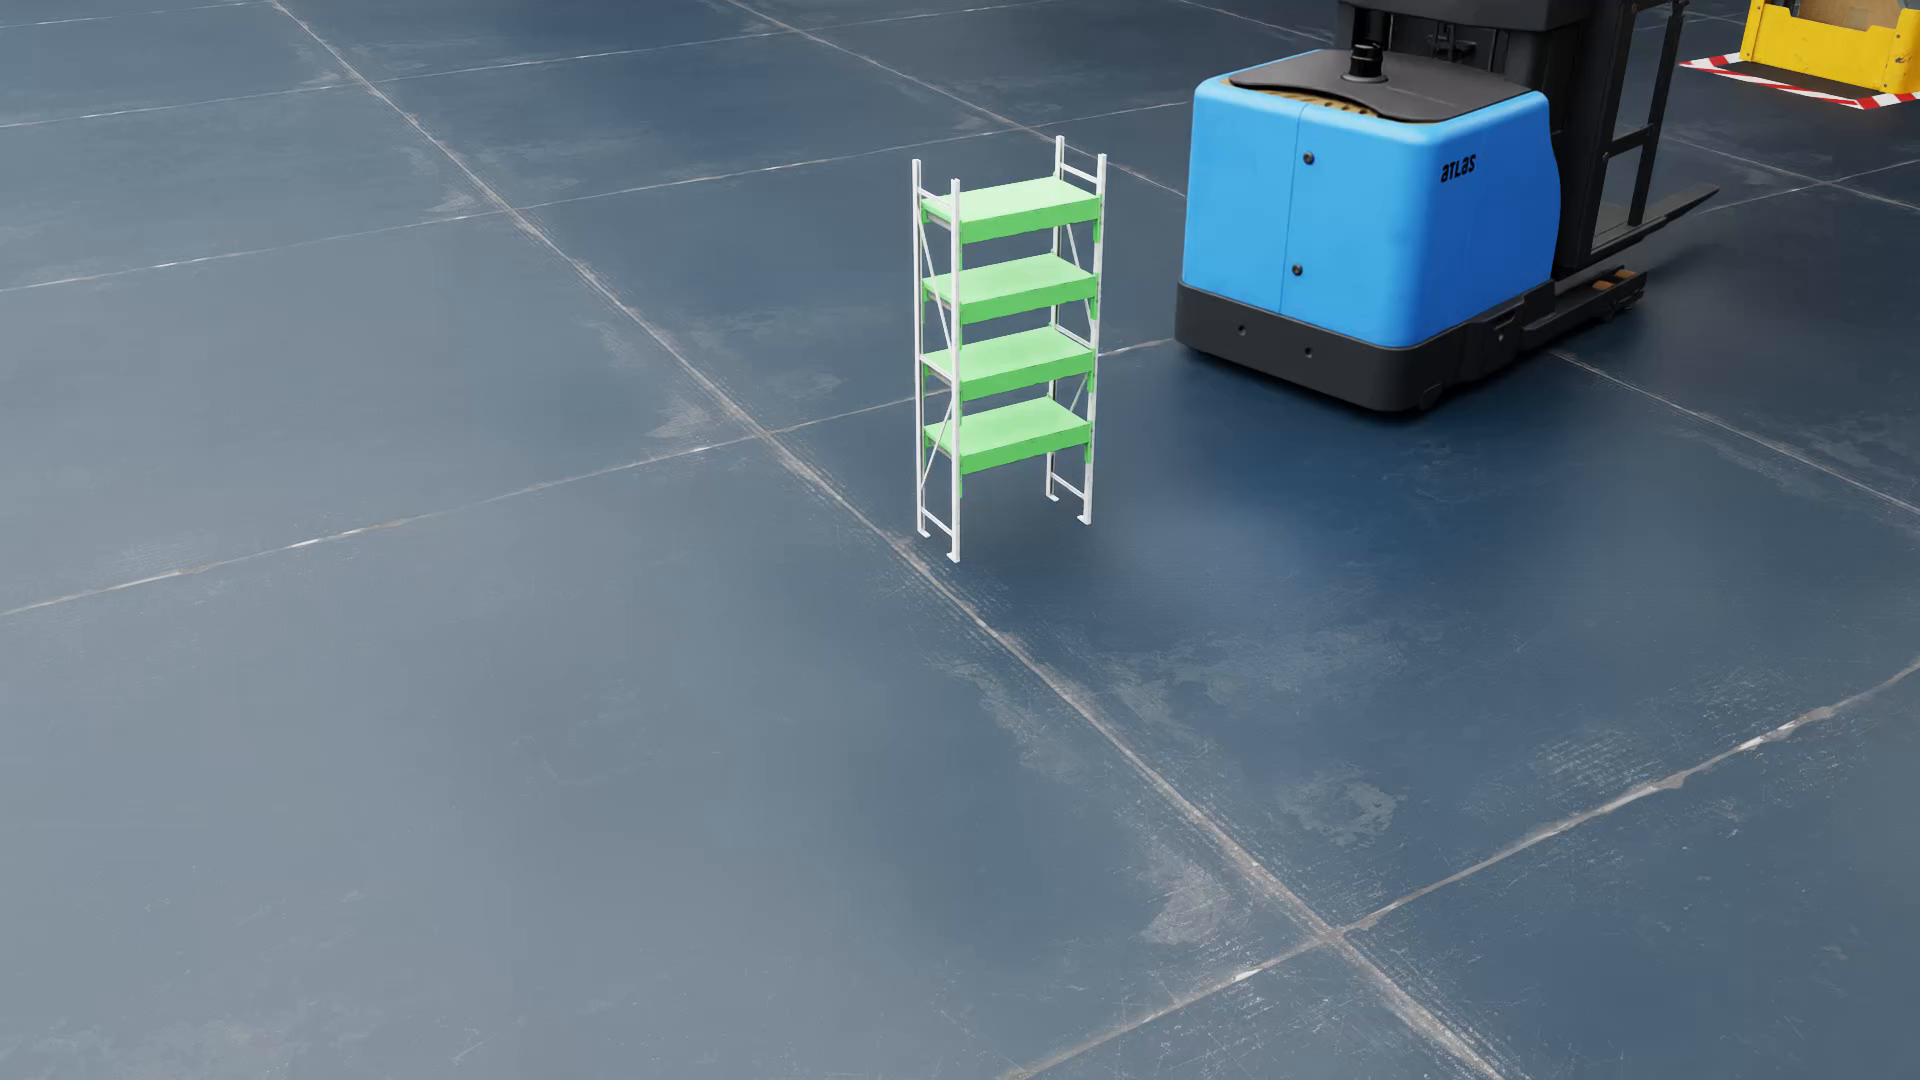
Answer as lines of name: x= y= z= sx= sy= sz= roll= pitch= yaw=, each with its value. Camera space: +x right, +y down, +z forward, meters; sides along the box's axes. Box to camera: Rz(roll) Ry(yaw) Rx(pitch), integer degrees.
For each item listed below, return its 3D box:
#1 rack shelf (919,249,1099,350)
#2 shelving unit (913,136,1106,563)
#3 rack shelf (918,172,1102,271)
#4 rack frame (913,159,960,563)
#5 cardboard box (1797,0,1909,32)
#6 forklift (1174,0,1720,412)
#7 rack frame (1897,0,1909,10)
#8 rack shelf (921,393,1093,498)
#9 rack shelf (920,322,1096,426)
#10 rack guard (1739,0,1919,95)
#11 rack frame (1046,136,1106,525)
rack shelf: x=0.143 y=-0.720 z=4.948 sx=0.480 sy=0.148 sz=0.258 roll=-16 pitch=33 yaw=-26
shelving unit: x=0.143 y=-0.566 z=5.034 sx=0.503 sy=1.200 sz=0.258 roll=-16 pitch=33 yaw=-26
rack shelf: x=0.143 y=-0.930 z=4.832 sx=0.480 sy=0.148 sz=0.258 roll=-16 pitch=33 yaw=-26
rack frame: x=-0.068 y=-0.506 z=4.925 sx=0.015 sy=1.200 sz=0.240 roll=-16 pitch=33 yaw=-26
cardboard box: x=6.168 y=-3.772 z=10.745 sx=0.875 sy=0.875 sz=0.875 roll=-16 pitch=33 yaw=-26
forklift: x=2.247 y=-2.348 z=6.471 sx=3.031 sy=2.935 sz=1.130 roll=-25 pitch=38 yaw=-38
rack frame: x=5.615 y=-4.326 z=9.985 sx=0.053 sy=2.616 sz=0.949 roll=-16 pitch=33 yaw=-26
rack shelf: x=0.143 y=-0.300 z=5.180 sx=0.480 sy=0.148 sz=0.258 roll=-16 pitch=33 yaw=-26
rack shelf: x=0.143 y=-0.510 z=5.064 sx=0.480 sy=0.148 sz=0.258 roll=-16 pitch=33 yaw=-26
rack guard: x=5.596 y=-3.225 z=10.576 sx=0.348 sy=0.500 sz=1.175 roll=-16 pitch=33 yaw=-26
rack frame: x=0.353 y=-0.626 z=5.142 sx=0.015 sy=1.200 sz=0.240 roll=-16 pitch=33 yaw=-26
